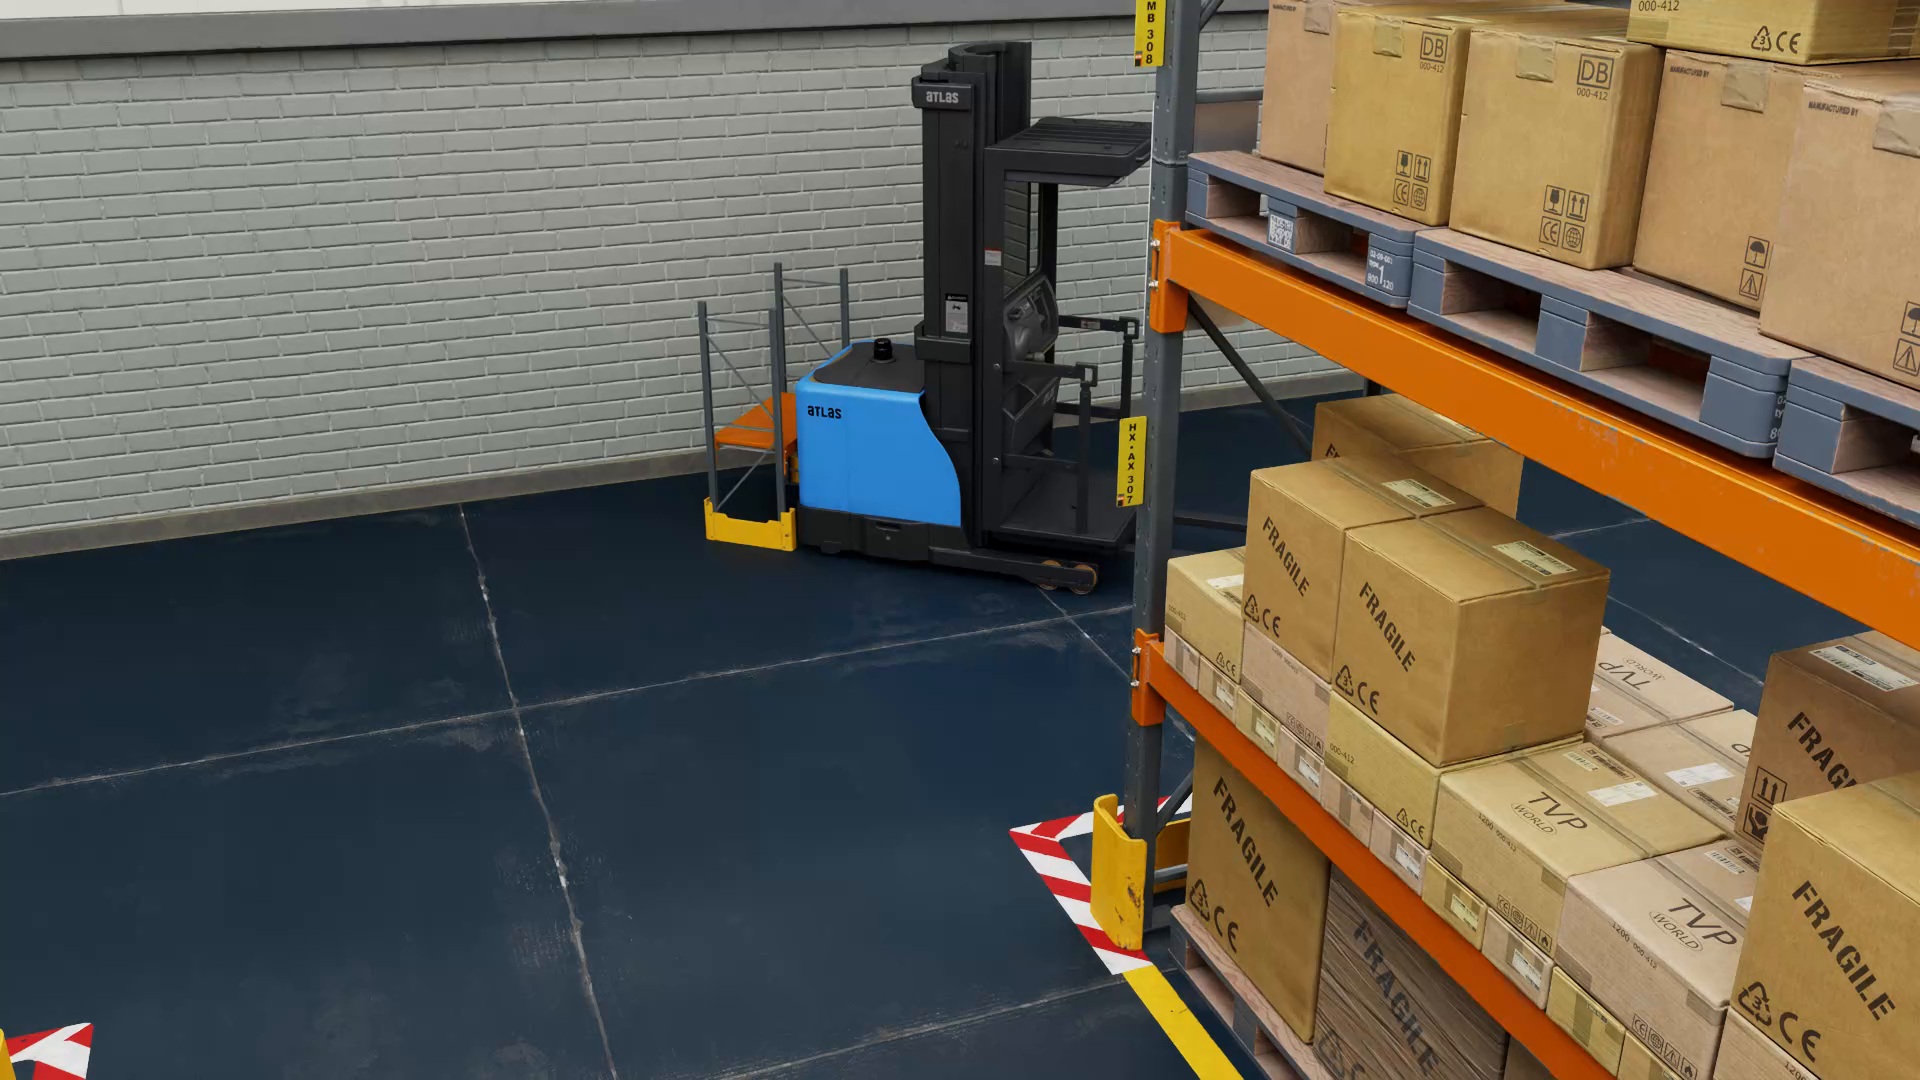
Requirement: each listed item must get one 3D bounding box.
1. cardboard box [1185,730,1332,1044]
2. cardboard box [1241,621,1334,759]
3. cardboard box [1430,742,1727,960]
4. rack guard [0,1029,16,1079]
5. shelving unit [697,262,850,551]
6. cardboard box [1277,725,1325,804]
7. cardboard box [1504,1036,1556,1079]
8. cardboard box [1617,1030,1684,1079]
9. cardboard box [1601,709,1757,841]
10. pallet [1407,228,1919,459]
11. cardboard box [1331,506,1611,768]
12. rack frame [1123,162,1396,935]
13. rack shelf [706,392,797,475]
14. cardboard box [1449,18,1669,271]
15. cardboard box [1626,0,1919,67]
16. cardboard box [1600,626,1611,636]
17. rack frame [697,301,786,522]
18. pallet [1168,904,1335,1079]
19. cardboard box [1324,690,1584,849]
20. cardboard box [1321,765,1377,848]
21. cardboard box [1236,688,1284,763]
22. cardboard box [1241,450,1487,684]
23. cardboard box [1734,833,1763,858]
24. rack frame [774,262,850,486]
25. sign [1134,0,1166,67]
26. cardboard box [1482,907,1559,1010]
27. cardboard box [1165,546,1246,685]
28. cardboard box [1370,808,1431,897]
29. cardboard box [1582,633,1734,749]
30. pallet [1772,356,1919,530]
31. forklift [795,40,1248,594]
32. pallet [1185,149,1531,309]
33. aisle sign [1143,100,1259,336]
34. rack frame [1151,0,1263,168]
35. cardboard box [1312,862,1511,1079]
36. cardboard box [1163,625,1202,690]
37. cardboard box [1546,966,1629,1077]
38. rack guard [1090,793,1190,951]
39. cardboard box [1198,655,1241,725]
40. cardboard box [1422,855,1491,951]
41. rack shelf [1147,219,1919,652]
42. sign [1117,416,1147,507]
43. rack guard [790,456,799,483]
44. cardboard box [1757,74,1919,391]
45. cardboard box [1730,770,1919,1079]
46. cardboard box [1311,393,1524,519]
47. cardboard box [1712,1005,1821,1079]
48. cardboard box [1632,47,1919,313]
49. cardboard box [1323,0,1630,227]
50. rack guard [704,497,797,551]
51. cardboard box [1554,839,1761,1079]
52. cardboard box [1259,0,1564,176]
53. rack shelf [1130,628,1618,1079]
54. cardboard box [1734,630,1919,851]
[{"bbox_3d":[1.422,1.096,5.983,0.875,0.875,0.875,-8,24,-19],"label":"cardboard box"},{"bbox_3d":[1.228,0.420,5.202,0.500,0.250,0.500,-9,24,-20],"label":"cardboard box"},{"bbox_3d":[1.592,0.792,4.319,0.500,0.250,0.500,-9,24,-20],"label":"cardboard box"},{"bbox_3d":[-3.533,1.913,5.068,1.175,0.500,0.348,-8,24,-19],"label":"rack guard"},{"bbox_3d":[-1.113,-0.856,10.351,0.587,1.500,1.083,8,24,18],"label":"shelving unit"},{"bbox_3d":[1.214,0.659,5.147,0.380,0.149,0.250,-9,24,-20],"label":"cardboard box"},{"bbox_3d":[2.058,1.750,4.432,0.875,0.875,0.875,-8,24,-19],"label":"cardboard box"},{"bbox_3d":[1.756,1.218,3.822,0.380,0.149,0.250,-8,24,-18],"label":"cardboard box"},{"bbox_3d":[2.087,0.718,4.494,0.500,0.250,0.500,-8,24,-19],"label":"cardboard box"},{"bbox_3d":[1.828,-0.541,3.923,1.003,0.211,1.213,-8,24,-19],"label":"pallet"},{"bbox_3d":[1.404,0.256,4.626,0.500,0.500,0.500,-9,24,-20],"label":"cardboard box"},{"bbox_3d":[1.122,0.089,6.178,1.000,3.000,0.127,-8,24,-19],"label":"rack frame"},{"bbox_3d":[-1.116,-0.687,10.413,0.538,0.185,1.000,8,24,18],"label":"rack shelf"},{"bbox_3d":[1.669,-0.996,4.090,0.700,0.500,0.500,-10,25,-23],"label":"cardboard box"},{"bbox_3d":[1.826,-1.190,3.585,0.500,0.250,0.500,-9,25,-21],"label":"cardboard box"},{"bbox_3d":[1.720,0.345,5.380,0.500,0.250,0.500,-9,24,-20],"label":"cardboard box"},{"bbox_3d":[-1.288,-0.667,9.902,0.500,1.500,0.032,8,24,18],"label":"rack frame"},{"bbox_3d":[1.477,1.653,6.056,1.003,0.211,1.213,-8,24,-19],"label":"pallet"},{"bbox_3d":[1.402,0.603,4.767,0.500,0.250,0.500,-9,25,-21],"label":"cardboard box"},{"bbox_3d":[1.303,0.752,4.928,0.380,0.149,0.250,-9,24,-20],"label":"cardboard box"},{"bbox_3d":[1.121,0.565,5.372,0.380,0.149,0.250,-9,24,-20],"label":"cardboard box"},{"bbox_3d":[1.215,0.068,5.071,0.500,0.500,0.500,-9,24,-20],"label":"cardboard box"},{"bbox_3d":[2.254,0.898,4.066,0.500,0.250,0.500,-8,24,-18],"label":"cardboard box"},{"bbox_3d":[-0.943,-1.039,10.784,0.500,1.500,0.032,8,24,18],"label":"rack frame"},{"bbox_3d":[0.600,-1.659,5.235,0.100,0.325,0.005,-8,24,-19],"label":"sign"},{"bbox_3d":[1.577,1.032,4.262,0.380,0.149,0.250,-8,24,-18],"label":"cardboard box"},{"bbox_3d":[1.038,0.232,5.648,0.500,0.250,0.500,-9,24,-20],"label":"cardboard box"},{"bbox_3d":[1.395,0.845,4.706,0.380,0.149,0.250,-9,24,-20],"label":"cardboard box"},{"bbox_3d":[1.900,0.530,4.942,0.500,0.250,0.500,-9,25,-21],"label":"cardboard box"},{"bbox_3d":[2.255,-0.098,2.873,1.003,0.211,1.213,-8,24,-19],"label":"pallet"},{"bbox_3d":[0.595,-1.272,9.493,3.031,2.935,1.130,8,24,17],"label":"forklift"},{"bbox_3d":[1.393,-0.985,4.976,1.003,0.211,1.213,-8,24,-19],"label":"pallet"},{"bbox_3d":[0.815,-1.094,5.637,0.394,0.787,0.004,-8,24,-19],"label":"aisle sign"},{"bbox_3d":[1.122,-2.676,5.013,1.000,3.000,0.127,-8,24,-19],"label":"rack frame"},{"bbox_3d":[1.744,1.426,5.199,0.875,0.875,0.875,-8,24,-19],"label":"cardboard box"},{"bbox_3d":[0.938,0.379,5.813,0.380,0.149,0.250,-8,24,-18],"label":"cardboard box"},{"bbox_3d":[1.666,1.125,4.042,0.380,0.149,0.250,-9,24,-20],"label":"cardboard box"},{"bbox_3d":[1.113,1.232,6.684,1.175,0.500,0.348,-8,24,-19],"label":"rack guard"},{"bbox_3d":[1.030,0.472,5.593,0.380,0.149,0.250,-9,24,-20],"label":"cardboard box"},{"bbox_3d":[1.483,0.937,4.488,0.380,0.149,0.250,-9,24,-20],"label":"cardboard box"},{"bbox_3d":[1.828,-0.236,4.011,1.077,0.370,4.000,-8,24,-19],"label":"rack shelf"},{"bbox_3d":[0.600,-0.273,5.819,0.100,0.325,0.005,-8,24,-19],"label":"sign"},{"bbox_3d":[-0.944,-0.462,11.025,0.587,0.250,0.087,8,24,18],"label":"rack guard"},{"bbox_3d":[2.016,-0.598,3.147,0.700,0.500,0.500,-7,24,-16],"label":"cardboard box"},{"bbox_3d":[1.949,0.815,3.298,0.500,0.500,0.500,-8,24,-18],"label":"cardboard box"},{"bbox_3d":[1.539,-0.184,5.669,0.500,0.500,0.500,-8,24,-18],"label":"cardboard box"},{"bbox_3d":[1.948,1.162,3.441,0.500,0.250,0.500,-8,24,-17],"label":"cardboard box"},{"bbox_3d":[1.964,-0.808,3.644,0.700,0.500,0.500,-7,24,-17],"label":"cardboard box"},{"bbox_3d":[1.441,-1.177,4.520,0.700,0.500,0.500,-9,25,-21],"label":"cardboard box"},{"bbox_3d":[-1.282,-0.099,10.162,0.587,0.250,0.087,8,24,18],"label":"rack guard"},{"bbox_3d":[1.767,0.976,3.881,0.500,0.250,0.500,-8,24,-18],"label":"cardboard box"},{"bbox_3d":[1.355,-1.398,5.044,0.700,0.500,0.500,-10,25,-22],"label":"cardboard box"},{"bbox_3d":[1.828,1.147,4.593,1.077,0.370,4.000,-8,24,-19],"label":"rack shelf"},{"bbox_3d":[2.250,0.551,3.926,0.500,0.500,0.500,-9,25,-21],"label":"cardboard box"}]
